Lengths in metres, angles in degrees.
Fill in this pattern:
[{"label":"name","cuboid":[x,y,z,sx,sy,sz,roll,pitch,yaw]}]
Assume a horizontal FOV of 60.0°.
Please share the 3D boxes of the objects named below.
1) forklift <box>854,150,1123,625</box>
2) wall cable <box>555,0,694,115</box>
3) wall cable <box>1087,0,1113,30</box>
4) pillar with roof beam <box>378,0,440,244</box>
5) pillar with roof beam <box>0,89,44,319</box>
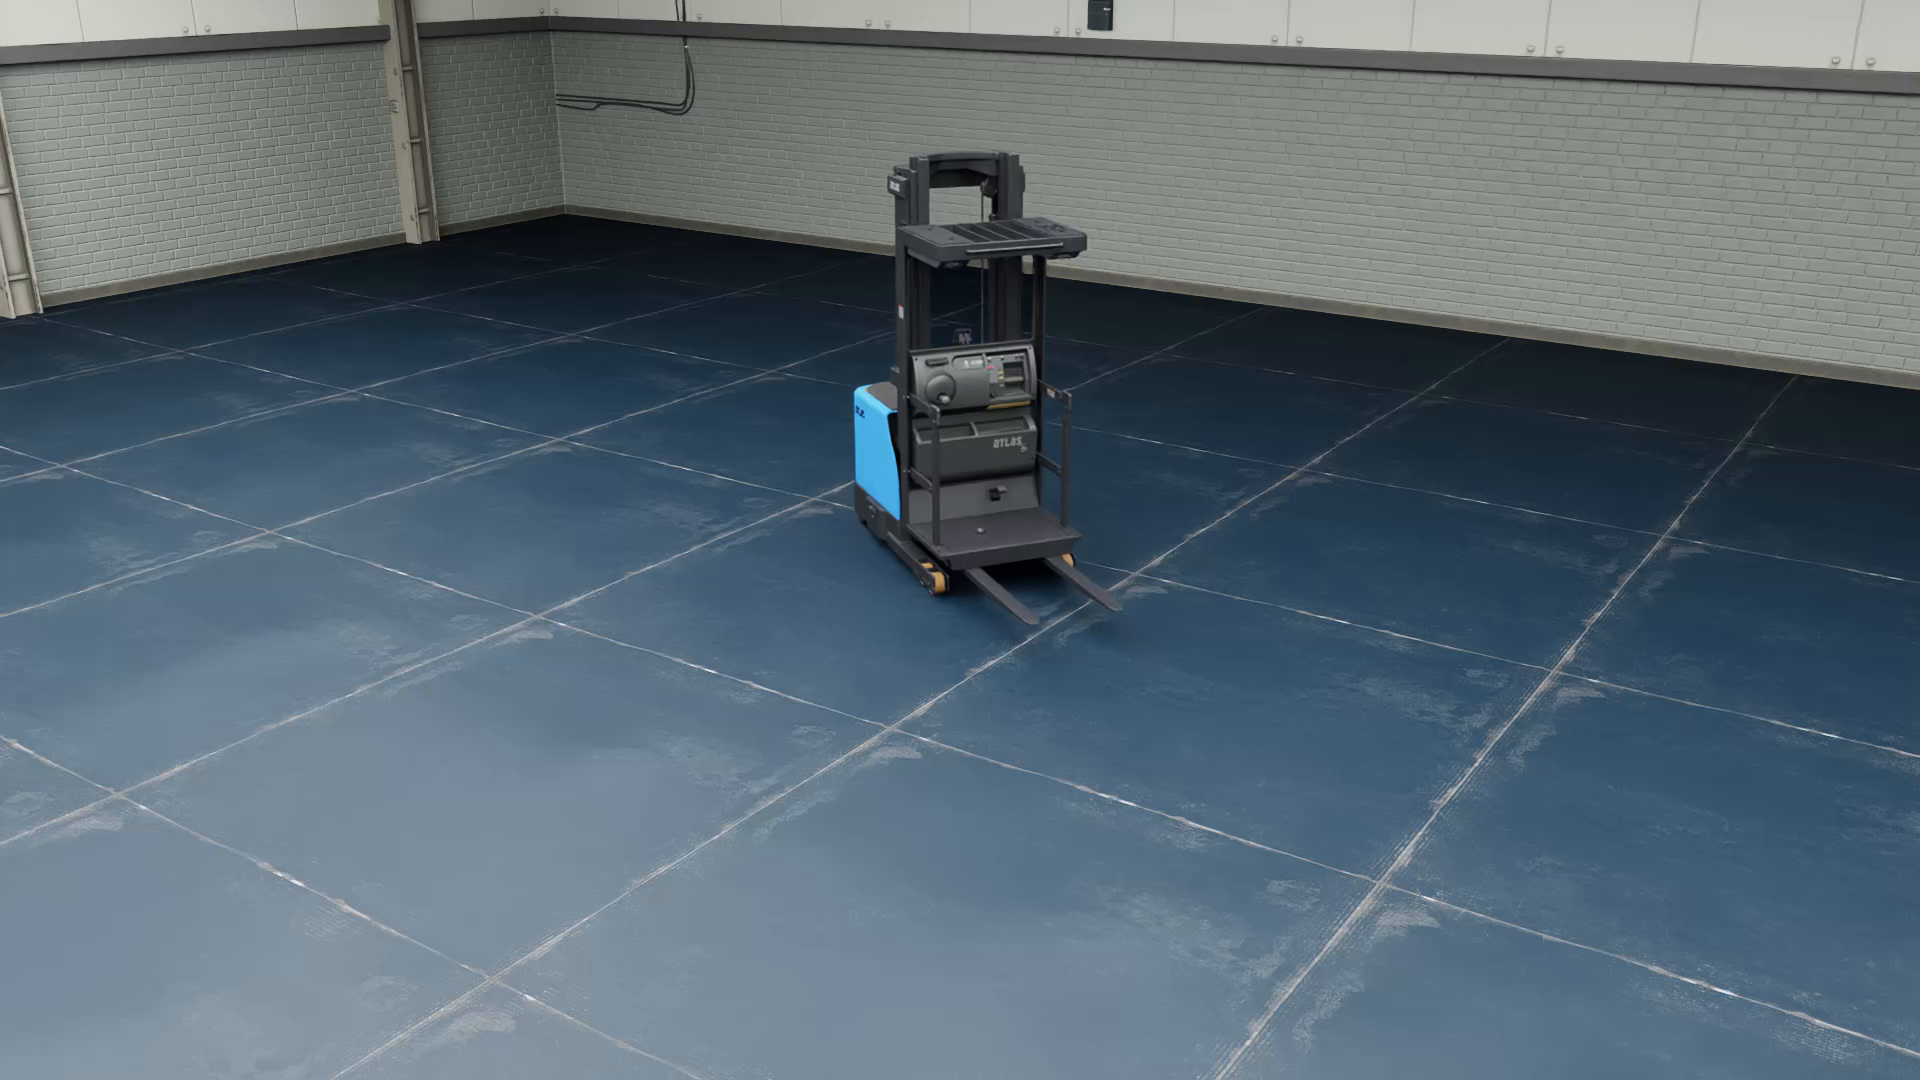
[{"label":"forklift","cuboid":[0.190,-1.153,11.657,1.130,2.935,3.031,-8,22,-21]},{"label":"wall cable","cuboid":[-5.272,-7.816,25.399,3.097,2.526,0.112,13,24,32]},{"label":"wall cable","cuboid":[2.571,-9.011,19.253,2.305,6.003,0.169,13,24,32]},{"label":"pillar with roof beam","cuboid":[-4.461,-7.845,21.003,9.100,9.000,0.400,13,24,32]},{"label":"pillar with roof beam","cuboid":[-7.834,-6.124,16.349,9.100,9.000,0.400,13,24,32]}]
